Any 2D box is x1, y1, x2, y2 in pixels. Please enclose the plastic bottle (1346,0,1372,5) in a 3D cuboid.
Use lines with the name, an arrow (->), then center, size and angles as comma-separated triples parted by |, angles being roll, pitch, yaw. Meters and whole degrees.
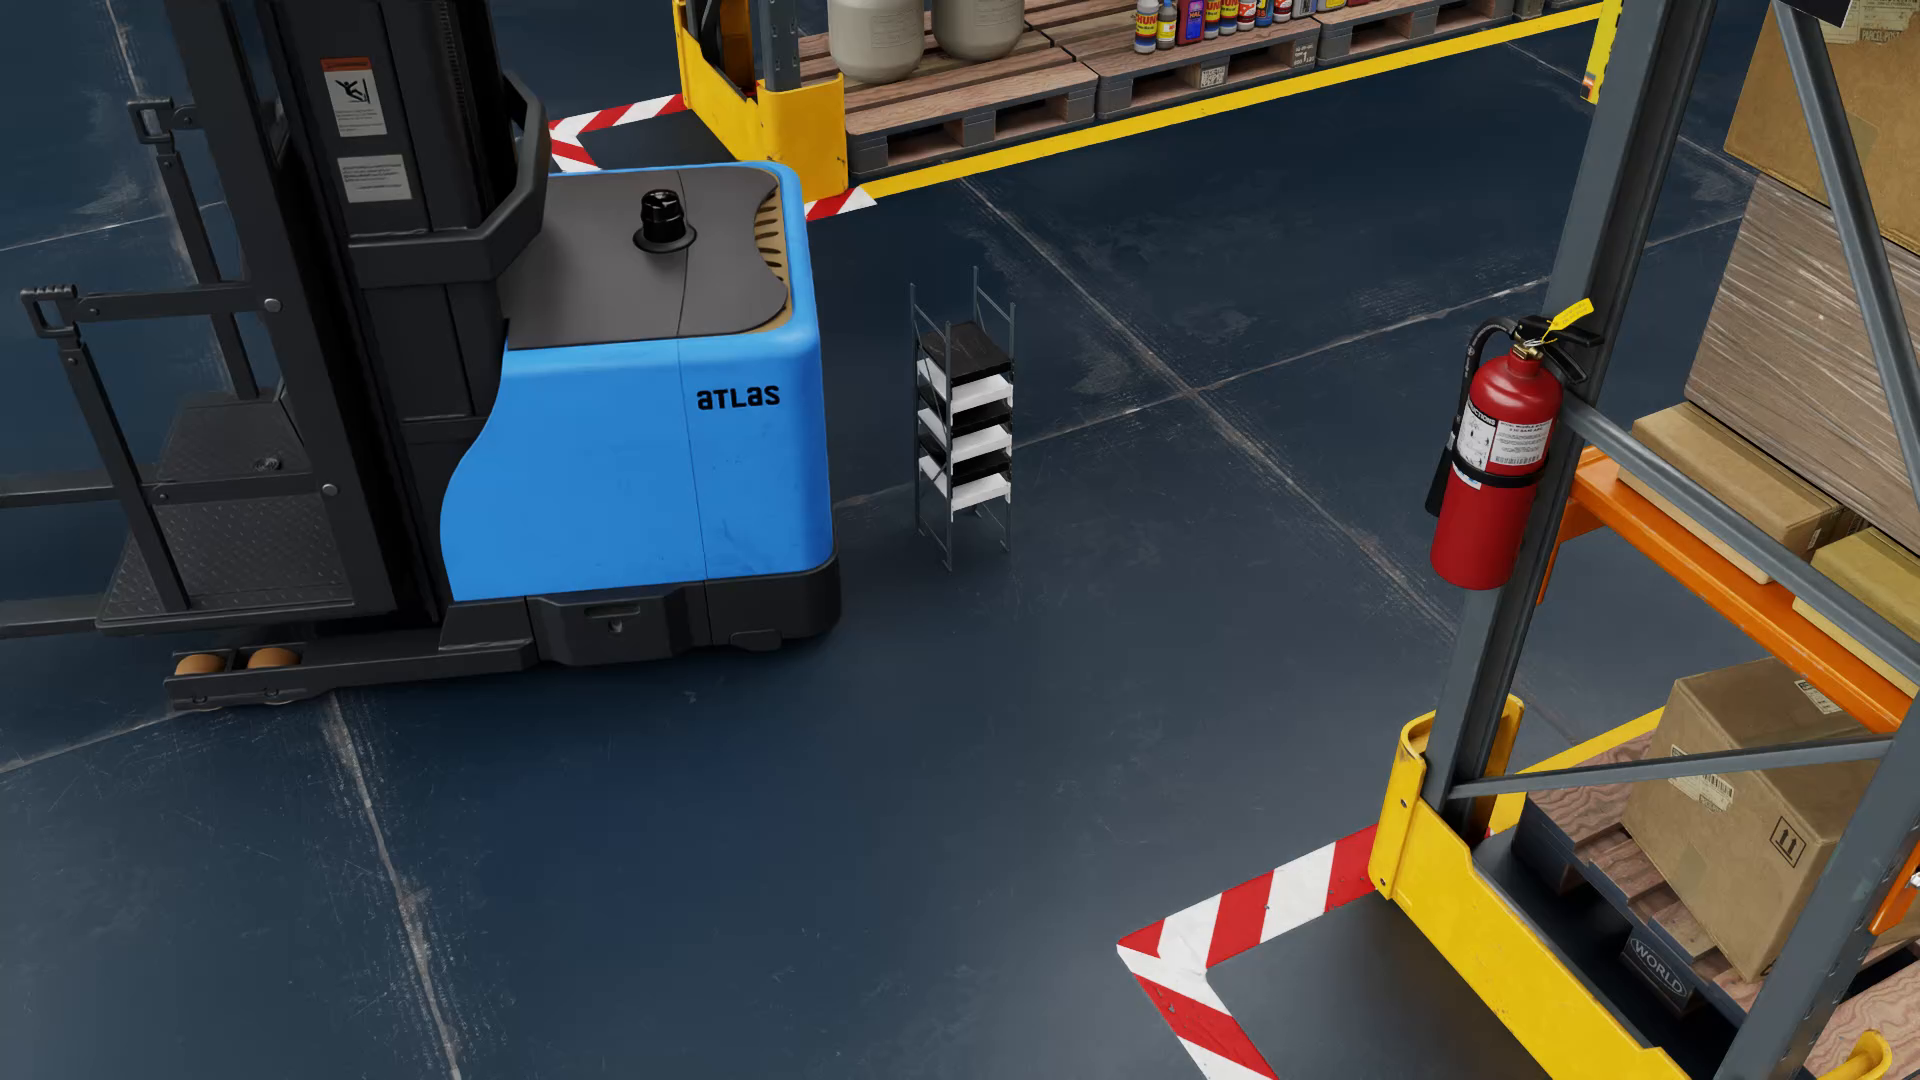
plastic bottle -> 1.900, -2.681, 7.857 | 0.133, 0.283, 0.061 | -16, 43, -18

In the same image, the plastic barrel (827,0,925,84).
plastic barrel -> -0.366, -2.294, 7.239 | 0.421, 0.512, 0.421 | 0, 40, 0

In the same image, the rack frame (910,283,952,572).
rack frame -> -0.083, -0.316, 4.926 | 0.006, 0.900, 0.240 | -19, 44, -21

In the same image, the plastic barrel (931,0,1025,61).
plastic barrel -> 0.079, -2.444, 7.416 | 0.421, 0.512, 0.421 | 0, 40, 0

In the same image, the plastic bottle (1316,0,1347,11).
plastic bottle -> 1.739, -2.683, 7.807 | 0.185, 0.351, 0.144 | -19, 44, -21

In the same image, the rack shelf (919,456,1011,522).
rack shelf -> 0.007, -0.183, 5.100 | 0.200, 0.077, 0.258 | -19, 44, -21

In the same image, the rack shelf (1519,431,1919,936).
rack shelf -> 3.147, -0.327, 3.872 | 4.000, 0.370, 1.077 | -19, 44, -21

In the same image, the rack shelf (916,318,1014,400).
rack shelf -> 0.007, -0.527, 4.809 | 0.200, 0.077, 0.258 | -19, 44, -21

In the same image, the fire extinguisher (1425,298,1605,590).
fire extinguisher -> 1.059, -0.205, 3.231 | 0.183, 0.674, 0.296 | -19, 44, -21

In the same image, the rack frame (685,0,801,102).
rack frame -> -0.914, -2.843, 6.287 | 0.127, 3.000, 1.000 | -19, 44, -21

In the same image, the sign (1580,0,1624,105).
sign -> 1.135, -0.892, 2.841 | 0.005, 0.325, 0.100 | -19, 44, -21

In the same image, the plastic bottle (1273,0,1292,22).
plastic bottle -> 1.501, -2.529, 7.741 | 0.097, 0.201, 0.097 | 0, 40, 0

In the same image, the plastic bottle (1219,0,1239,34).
plastic bottle -> 1.230, -2.464, 7.611 | 0.097, 0.271, 0.097 | 0, 40, 0

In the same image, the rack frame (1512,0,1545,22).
rack frame -> 2.633, -4.037, 7.697 | 0.127, 3.000, 1.000 | -19, 44, -21

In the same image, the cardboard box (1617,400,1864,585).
cardboard box -> 1.531, -0.112, 3.256 | 0.250, 0.149, 0.380 | -19, 44, -21

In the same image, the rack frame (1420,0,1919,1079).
rack frame -> 1.374, -0.005, 2.934 | 0.127, 3.000, 1.000 | -19, 44, -21

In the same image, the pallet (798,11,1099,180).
pallet -> -0.146, -2.068, 7.530 | 1.213, 0.211, 1.003 | -19, 44, -21

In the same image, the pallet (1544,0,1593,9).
pallet -> 3.312, -3.229, 8.902 | 1.213, 0.211, 1.003 | -19, 44, -21

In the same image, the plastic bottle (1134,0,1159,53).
plastic bottle -> 0.838, -2.332, 7.455 | 0.097, 0.271, 0.097 | 0, 40, 0

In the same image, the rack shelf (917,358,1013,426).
rack shelf -> 0.007, -0.458, 4.867 | 0.200, 0.077, 0.258 | -19, 44, -21

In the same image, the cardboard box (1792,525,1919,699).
cardboard box -> 1.736, 0.142, 2.955 | 0.250, 0.149, 0.380 | -19, 44, -21

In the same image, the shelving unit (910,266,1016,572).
shelving unit -> 0.007, -0.346, 4.962 | 0.210, 0.900, 0.258 | -19, 44, -21

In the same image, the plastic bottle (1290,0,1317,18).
plastic bottle -> 1.593, -2.608, 7.777 | 0.135, 0.276, 0.152 | -18, 43, -20

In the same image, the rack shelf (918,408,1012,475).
rack shelf -> 0.007, -0.320, 4.984 | 0.200, 0.077, 0.258 | -19, 44, -21

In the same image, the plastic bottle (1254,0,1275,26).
plastic bottle -> 1.410, -2.525, 7.682 | 0.097, 0.271, 0.097 | 0, 40, 0

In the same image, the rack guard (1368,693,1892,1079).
rack guard -> 1.441, 0.926, 3.769 | 0.348, 0.500, 1.175 | -19, 44, -21

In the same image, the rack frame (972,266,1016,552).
rack frame -> 0.097, -0.376, 4.998 | 0.006, 0.900, 0.240 | -19, 44, -21

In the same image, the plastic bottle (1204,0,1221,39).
plastic bottle -> 1.142, -2.435, 7.576 | 0.097, 0.271, 0.097 | 0, 40, 0

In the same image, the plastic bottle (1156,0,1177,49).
plastic bottle -> 0.929, -2.336, 7.514 | 0.097, 0.201, 0.097 | 0, 40, 0

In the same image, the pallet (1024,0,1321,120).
pallet -> 0.935, -2.429, 7.957 | 1.213, 0.211, 1.003 | -19, 44, -21

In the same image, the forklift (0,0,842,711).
forklift -> -1.906, -1.001, 4.164 | 3.031, 2.935, 1.130 | -5, 40, -6

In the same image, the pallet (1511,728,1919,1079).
pallet -> 2.178, 0.814, 4.124 | 1.213, 0.211, 1.003 | -19, 44, -21

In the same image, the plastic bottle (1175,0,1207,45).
plastic bottle -> 1.047, -2.394, 7.518 | 0.133, 0.283, 0.061 | -18, 43, -20

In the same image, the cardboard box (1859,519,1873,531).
cardboard box -> 1.753, -0.187, 3.343 | 0.250, 0.149, 0.380 | -19, 44, -21

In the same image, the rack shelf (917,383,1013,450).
rack shelf -> 0.007, -0.389, 4.925 | 0.200, 0.077, 0.258 | -19, 44, -21

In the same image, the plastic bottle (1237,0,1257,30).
plastic bottle -> 1.318, -2.467, 7.668 | 0.097, 0.201, 0.097 | 0, 40, 0

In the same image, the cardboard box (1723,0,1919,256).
cardboard box -> 1.747, -0.844, 2.844 | 0.500, 0.500, 0.500 | -19, 44, -21

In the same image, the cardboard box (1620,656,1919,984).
cardboard box -> 1.935, 0.612, 3.815 | 0.500, 0.500, 0.500 | -11, 41, -13

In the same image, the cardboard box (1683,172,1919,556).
cardboard box -> 1.874, -0.305, 2.981 | 0.500, 0.500, 0.875 | -19, 44, -21

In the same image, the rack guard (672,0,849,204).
rack guard -> -0.869, -1.939, 7.153 | 0.348, 0.500, 1.175 | -19, 44, -21

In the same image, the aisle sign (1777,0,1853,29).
aisle sign -> 1.180, -1.151, 2.276 | 0.004, 0.787, 0.394 | -19, 44, -21

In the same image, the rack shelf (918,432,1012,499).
rack shelf -> 0.007, -0.252, 5.042 | 0.200, 0.077, 0.258 | -19, 44, -21

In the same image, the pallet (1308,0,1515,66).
pallet -> 2.018, -2.796, 8.390 | 1.213, 0.211, 1.003 | -19, 44, -21
